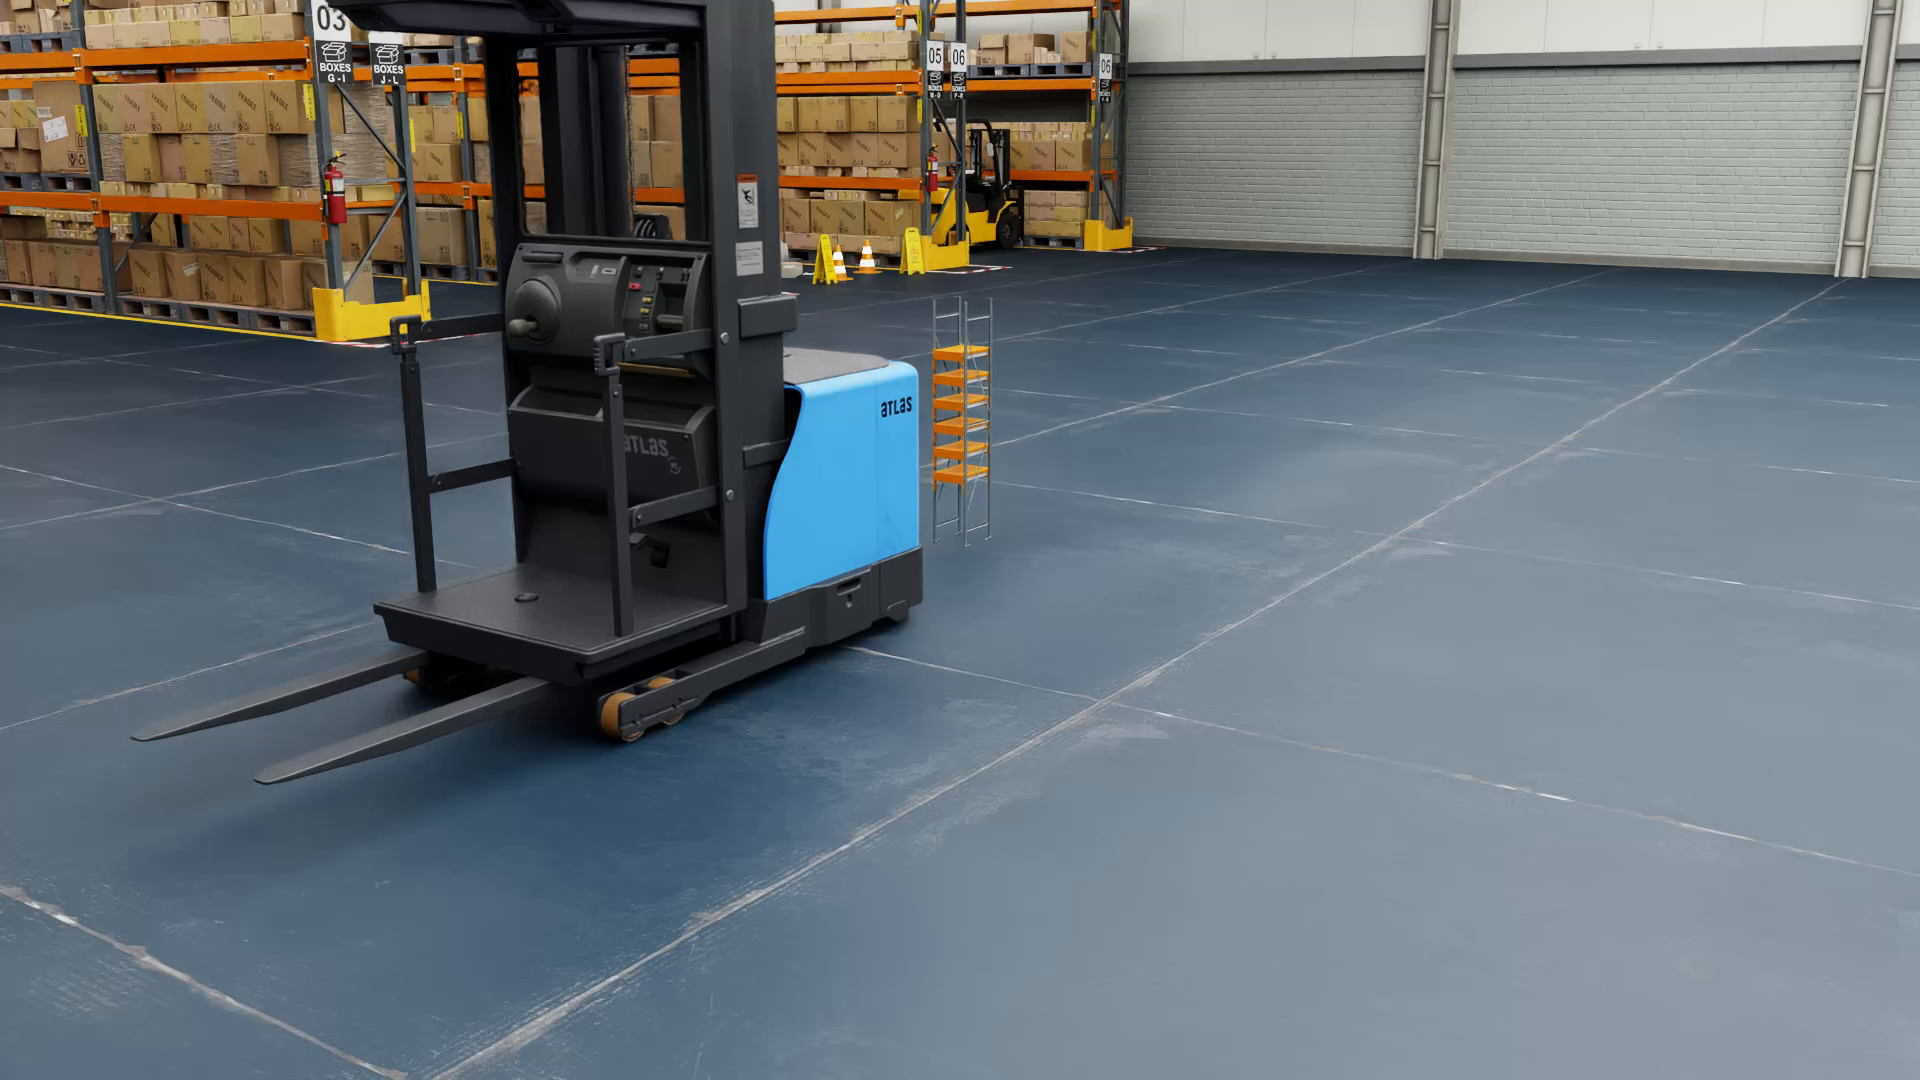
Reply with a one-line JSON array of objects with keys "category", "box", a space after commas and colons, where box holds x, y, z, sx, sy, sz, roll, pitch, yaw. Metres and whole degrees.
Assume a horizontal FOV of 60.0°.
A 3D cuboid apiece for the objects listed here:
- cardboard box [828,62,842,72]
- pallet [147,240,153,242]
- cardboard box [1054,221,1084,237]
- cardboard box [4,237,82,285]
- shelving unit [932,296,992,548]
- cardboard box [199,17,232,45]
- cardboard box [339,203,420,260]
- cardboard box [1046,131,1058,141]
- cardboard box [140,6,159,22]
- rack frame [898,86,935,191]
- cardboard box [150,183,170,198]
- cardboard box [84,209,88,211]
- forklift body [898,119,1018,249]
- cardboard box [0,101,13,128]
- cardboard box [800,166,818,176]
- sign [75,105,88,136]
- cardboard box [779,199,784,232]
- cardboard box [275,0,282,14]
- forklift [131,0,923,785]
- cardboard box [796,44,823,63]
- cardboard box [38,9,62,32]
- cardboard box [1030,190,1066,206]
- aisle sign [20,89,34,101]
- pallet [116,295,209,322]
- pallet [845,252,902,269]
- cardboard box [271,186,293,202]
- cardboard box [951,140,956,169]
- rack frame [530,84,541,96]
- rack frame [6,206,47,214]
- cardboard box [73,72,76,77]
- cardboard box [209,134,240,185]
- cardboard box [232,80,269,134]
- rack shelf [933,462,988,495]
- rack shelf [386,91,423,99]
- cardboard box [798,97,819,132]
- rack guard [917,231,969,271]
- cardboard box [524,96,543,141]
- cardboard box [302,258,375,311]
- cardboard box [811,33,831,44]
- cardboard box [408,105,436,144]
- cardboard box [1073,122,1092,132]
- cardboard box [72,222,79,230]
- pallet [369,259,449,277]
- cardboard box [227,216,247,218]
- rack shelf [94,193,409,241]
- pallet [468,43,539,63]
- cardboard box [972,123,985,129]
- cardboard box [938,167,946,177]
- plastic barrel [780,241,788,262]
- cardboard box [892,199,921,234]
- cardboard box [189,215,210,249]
[{"category": "cardboard box", "box": [-1.741, -6.976, 24.543, 0.250, 0.149, 0.380, 9, 16, 31]}, {"category": "pallet", "box": [-13.455, -4.811, 27.318, 1.213, 0.211, 1.003, 9, 17, 33]}, {"category": "cardboard box", "box": [1.959, -5.332, 28.469, 0.500, 0.250, 0.500, 9, 17, 33]}, {"category": "cardboard box", "box": [-10.903, -3.337, 19.849, 0.500, 0.500, 0.700, 11, 18, 37]}, {"category": "shelving unit", "box": [0.012, -0.580, 8.171, 0.189, 1.200, 0.258, 9, 17, 33]}, {"category": "cardboard box", "box": [-7.151, -5.031, 16.473, 0.500, 0.250, 0.500, 10, 17, 34]}, {"category": "cardboard box", "box": [-8.377, -4.441, 23.827, 0.750, 0.750, 1.050, 9, 17, 34]}, {"category": "cardboard box", "box": [1.671, -6.892, 28.365, 0.250, 0.149, 0.380, 10, 17, 34]}, {"category": "cardboard box", "box": [-8.122, -5.365, 16.993, 0.250, 0.149, 0.380, 9, 16, 32]}, {"category": "rack frame", "box": [-0.794, -6.999, 30.356, 0.127, 3.000, 1.000, 9, 17, 33]}, {"category": "cardboard box", "box": [-8.261, -3.685, 17.489, 0.250, 0.149, 0.380, 9, 17, 33]}, {"category": "cardboard box", "box": [-14.721, -5.579, 28.440, 0.250, 0.149, 0.380, 10, 17, 35]}, {"category": "forklift body", "box": [-0.067, -5.941, 27.848, 1.214, 2.155, 2.313, 9, 17, 33]}, {"category": "cardboard box", "box": [-15.973, -7.183, 28.190, 0.500, 0.500, 0.500, 9, 17, 32]}, {"category": "cardboard box", "box": [-2.198, -5.579, 25.142, 0.250, 0.149, 0.380, 9, 17, 33]}, {"category": "sign", "box": [-9.399, -4.484, 17.785, 0.005, 0.325, 0.100, 9, 17, 33]}, {"category": "cardboard box", "box": [-2.772, -5.040, 25.728, 0.500, 0.500, 0.500, 10, 17, 35]}, {"category": "cardboard box", "box": [-6.328, -5.107, 15.951, 0.250, 0.149, 0.380, 9, 16, 31]}, {"category": "forklift", "box": [-1.386, -0.874, 5.753, 1.130, 2.935, 3.031, 9, 17, 32]}, {"category": "cardboard box", "box": [-2.087, -7.219, 24.693, 0.500, 0.250, 0.500, 9, 17, 33]}, {"category": "cardboard box", "box": [-9.928, -5.734, 18.407, 0.258, 0.266, 0.396, 10, 17, 35]}, {"category": "cardboard box", "box": [1.542, -5.884, 28.619, 0.500, 0.250, 0.500, 10, 17, 34]}, {"category": "aisle sign", "box": [-16.091, -7.949, 28.784, 0.004, 0.787, 0.394, 9, 17, 33]}, {"category": "pallet", "box": [-8.515, -2.597, 18.373, 1.213, 0.211, 1.003, 9, 17, 33]}, {"category": "pallet", "box": [-0.960, -4.245, 25.033, 1.213, 0.211, 1.003, 9, 17, 33]}, {"category": "cardboard box", "box": [-6.568, -3.429, 16.455, 0.250, 0.149, 0.380, 9, 17, 33]}, {"category": "cardboard box", "box": [-0.130, -6.870, 29.624, 0.500, 0.500, 0.500, 10, 17, 34]}, {"category": "rack frame", "box": [-6.880, -6.546, 28.523, 0.127, 3.000, 1.000, 9, 17, 33]}, {"category": "rack frame", "box": [-16.197, -6.618, 28.815, 0.127, 3.000, 1.000, 9, 17, 33]}, {"category": "cardboard box", "box": [-13.844, -7.546, 26.634, 0.500, 0.250, 0.500, 9, 17, 33]}, {"category": "cardboard box", "box": [-7.087, -3.888, 16.959, 0.500, 0.500, 0.875, 9, 17, 33]}, {"category": "cardboard box", "box": [-6.786, -4.265, 16.404, 0.500, 0.500, 0.500, 9, 17, 33]}, {"category": "rack shelf", "box": [0.012, -0.304, 8.240, 0.180, 0.103, 0.258, 9, 17, 33]}, {"category": "rack shelf", "box": [-11.859, -8.457, 31.499, 4.000, 0.370, 1.077, 9, 17, 33]}, {"category": "cardboard box", "box": [-2.021, -6.388, 24.977, 0.500, 0.500, 0.700, 9, 17, 32]}, {"category": "rack guard", "box": [-0.305, -4.269, 24.530, 0.348, 0.500, 1.175, 9, 17, 33]}, {"category": "cardboard box", "box": [-5.061, -5.399, 21.331, 0.550, 0.550, 0.875, 9, 17, 33]}, {"category": "cardboard box", "box": [-6.282, -2.574, 16.808, 0.500, 0.500, 0.500, 13, 19, 43]}, {"category": "cardboard box", "box": [-1.979, -7.379, 24.512, 0.250, 0.149, 0.380, 10, 17, 34]}, {"category": "cardboard box", "box": [-7.083, -5.676, 22.723, 0.500, 0.500, 0.700, 9, 16, 32]}, {"category": "cardboard box", "box": [2.110, -6.977, 28.087, 0.250, 0.149, 0.380, 9, 17, 33]}, {"category": "cardboard box", "box": [-14.565, -5.259, 27.764, 0.250, 0.149, 0.380, 10, 17, 35]}, {"category": "pallet", "box": [-7.939, -3.907, 23.666, 1.213, 0.211, 1.003, 9, 17, 33]}, {"category": "cardboard box", "box": [-10.698, -5.004, 25.065, 0.500, 0.250, 0.500, 9, 17, 34]}, {"category": "rack shelf", "box": [-7.433, -3.416, 17.376, 4.000, 0.370, 1.077, 9, 17, 33]}, {"category": "pallet", "box": [-5.567, -6.310, 21.512, 1.213, 0.211, 1.003, 9, 17, 33]}, {"category": "cardboard box", "box": [0.418, -7.248, 29.184, 0.250, 0.149, 0.380, 9, 17, 33]}, {"category": "cardboard box", "box": [-0.409, -5.438, 24.570, 0.250, 0.149, 0.380, 9, 17, 33]}, {"category": "plastic barrel", "box": [-2.801, -4.197, 24.398, 0.512, 0.421, 0.421, -4, 14, -16]}, {"category": "cardboard box", "box": [-0.777, -4.872, 25.051, 0.500, 0.500, 0.500, 9, 16, 31]}, {"category": "cardboard box", "box": [-11.531, -4.782, 25.726, 0.500, 0.500, 0.500, 10, 17, 34]}]
